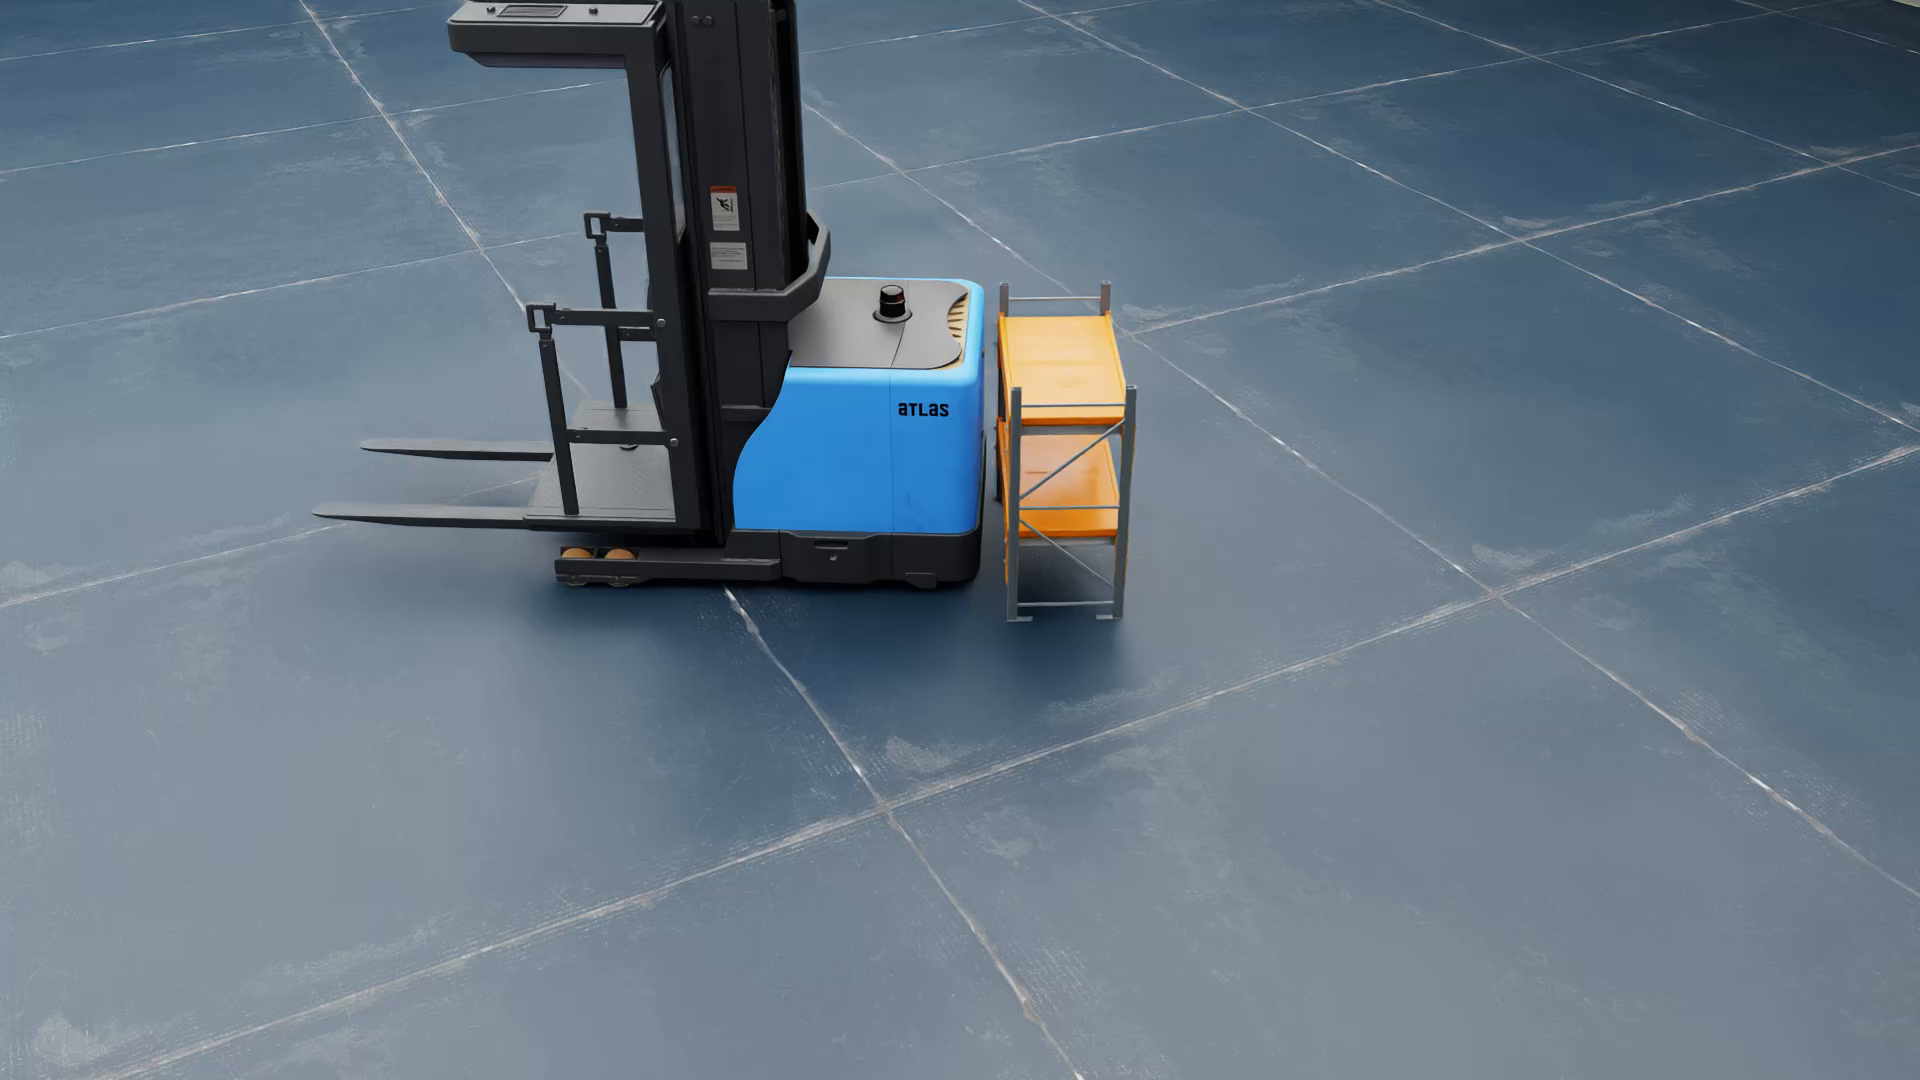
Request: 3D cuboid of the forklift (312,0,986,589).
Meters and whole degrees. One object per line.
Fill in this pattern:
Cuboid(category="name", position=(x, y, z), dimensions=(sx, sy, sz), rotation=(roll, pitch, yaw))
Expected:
Cuboid(category="forklift", position=(-1.408, -1.308, 7.075), dimensions=(3.031, 2.935, 1.130), rotation=(1, 33, 2))

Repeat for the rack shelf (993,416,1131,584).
Cuboid(category="rack shelf", position=(0.440, -0.200, 7.473), dimensions=(0.538, 0.278, 1.000), rotation=(-1, 33, -1))

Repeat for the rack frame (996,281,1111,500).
Cuboid(category="rack frame", position=(0.427, -0.680, 7.769), dimensions=(0.500, 1.125, 0.032), rotation=(-1, 33, -1))

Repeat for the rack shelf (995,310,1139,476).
Cuboid(category="rack shelf", position=(0.440, -0.652, 7.183), dimensions=(0.538, 0.278, 1.000), rotation=(-1, 33, -1))

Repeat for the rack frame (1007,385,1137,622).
Cuboid(category="rack frame", position=(0.454, -0.132, 6.913), dimensions=(0.500, 1.125, 0.032), rotation=(-1, 33, -1))

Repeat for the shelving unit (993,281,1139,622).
Cuboid(category="shelving unit", position=(0.440, -0.406, 7.341), dimensions=(0.538, 1.125, 1.048), rotation=(-1, 33, -1))
